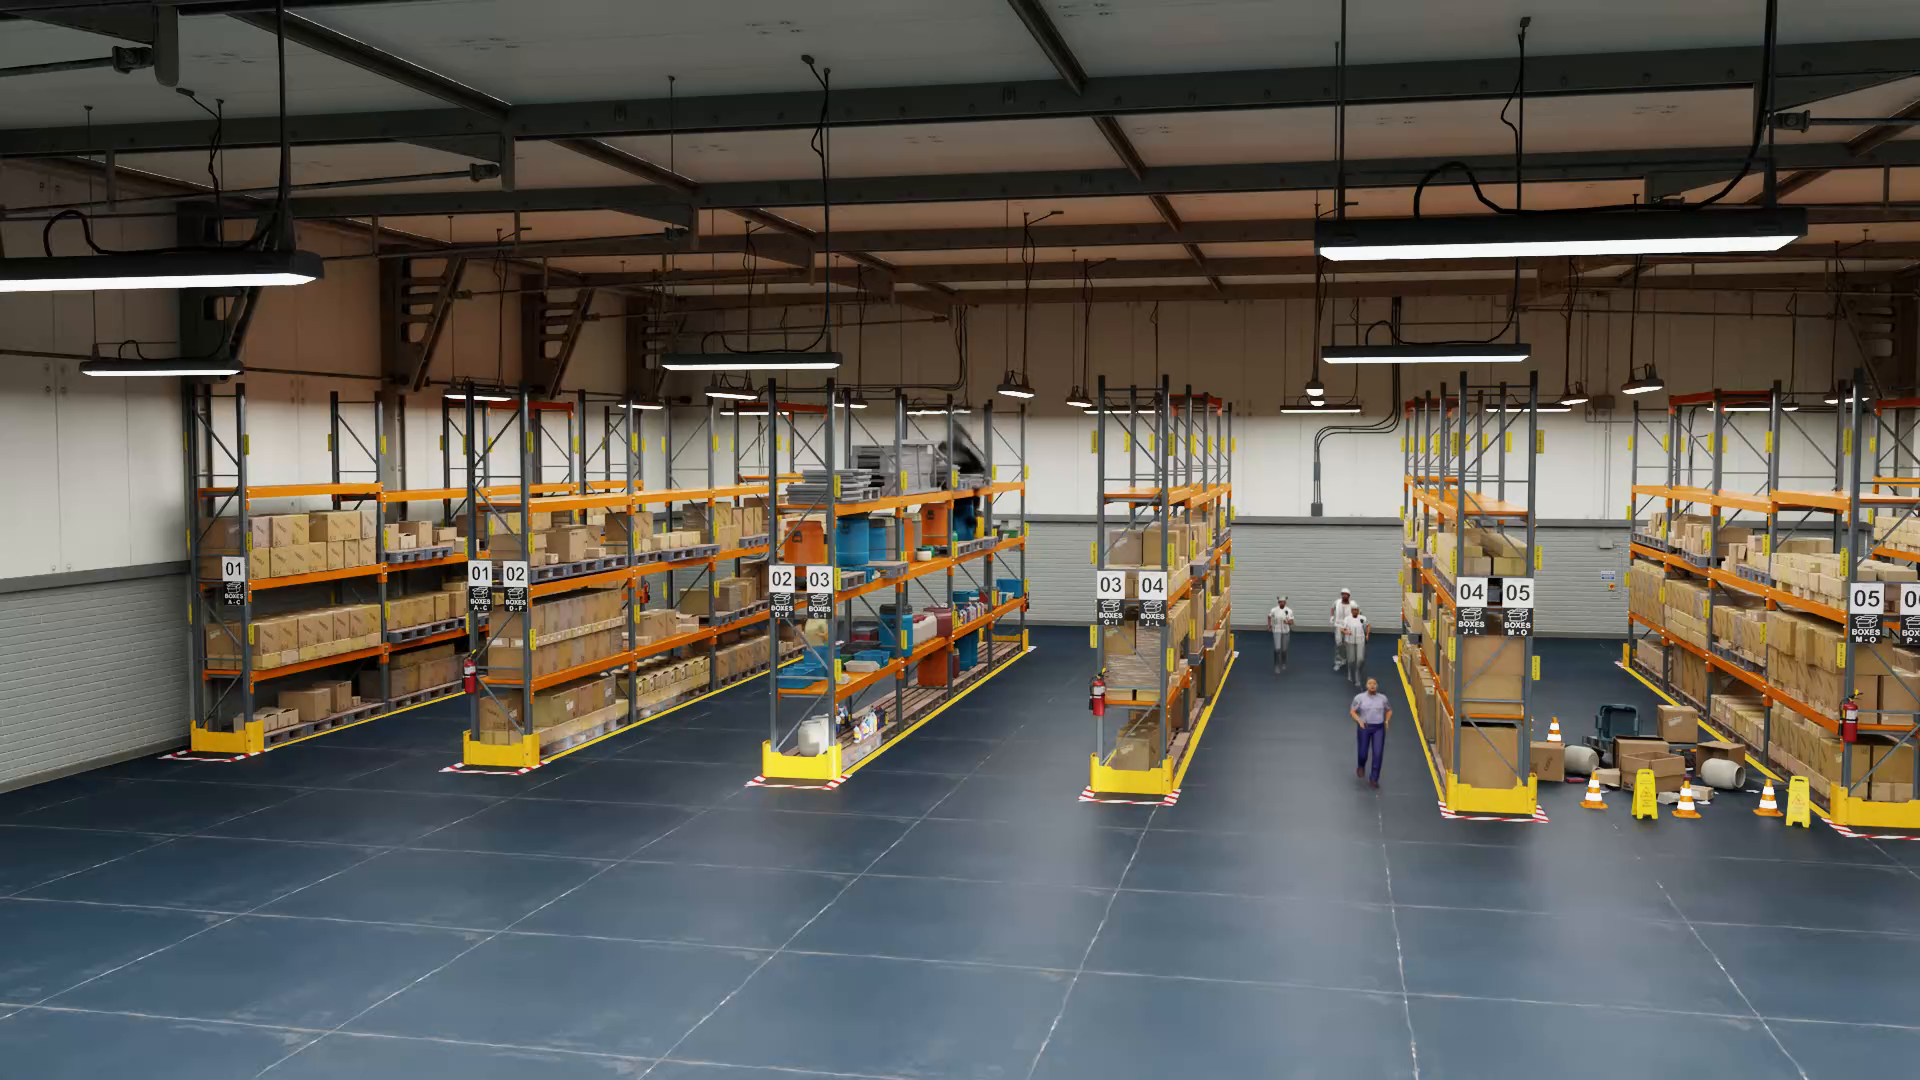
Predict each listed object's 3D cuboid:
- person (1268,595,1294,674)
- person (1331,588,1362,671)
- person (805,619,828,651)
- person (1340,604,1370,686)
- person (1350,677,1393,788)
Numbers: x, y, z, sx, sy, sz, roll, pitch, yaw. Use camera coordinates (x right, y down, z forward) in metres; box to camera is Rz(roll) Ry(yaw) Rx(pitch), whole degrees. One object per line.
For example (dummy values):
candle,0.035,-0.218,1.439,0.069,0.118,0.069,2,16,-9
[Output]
person,7.049,2.076,36.510,0.544,1.753,0.746,0,3,4
person,8.623,1.991,37.121,0.698,1.845,0.745,1,3,18
person,-2.776,2.149,32.202,0.547,1.729,0.734,1,3,13
person,8.275,2.200,34.838,0.608,1.710,0.745,1,3,15
person,6.055,2.809,24.460,0.608,1.586,0.609,0,3,7
